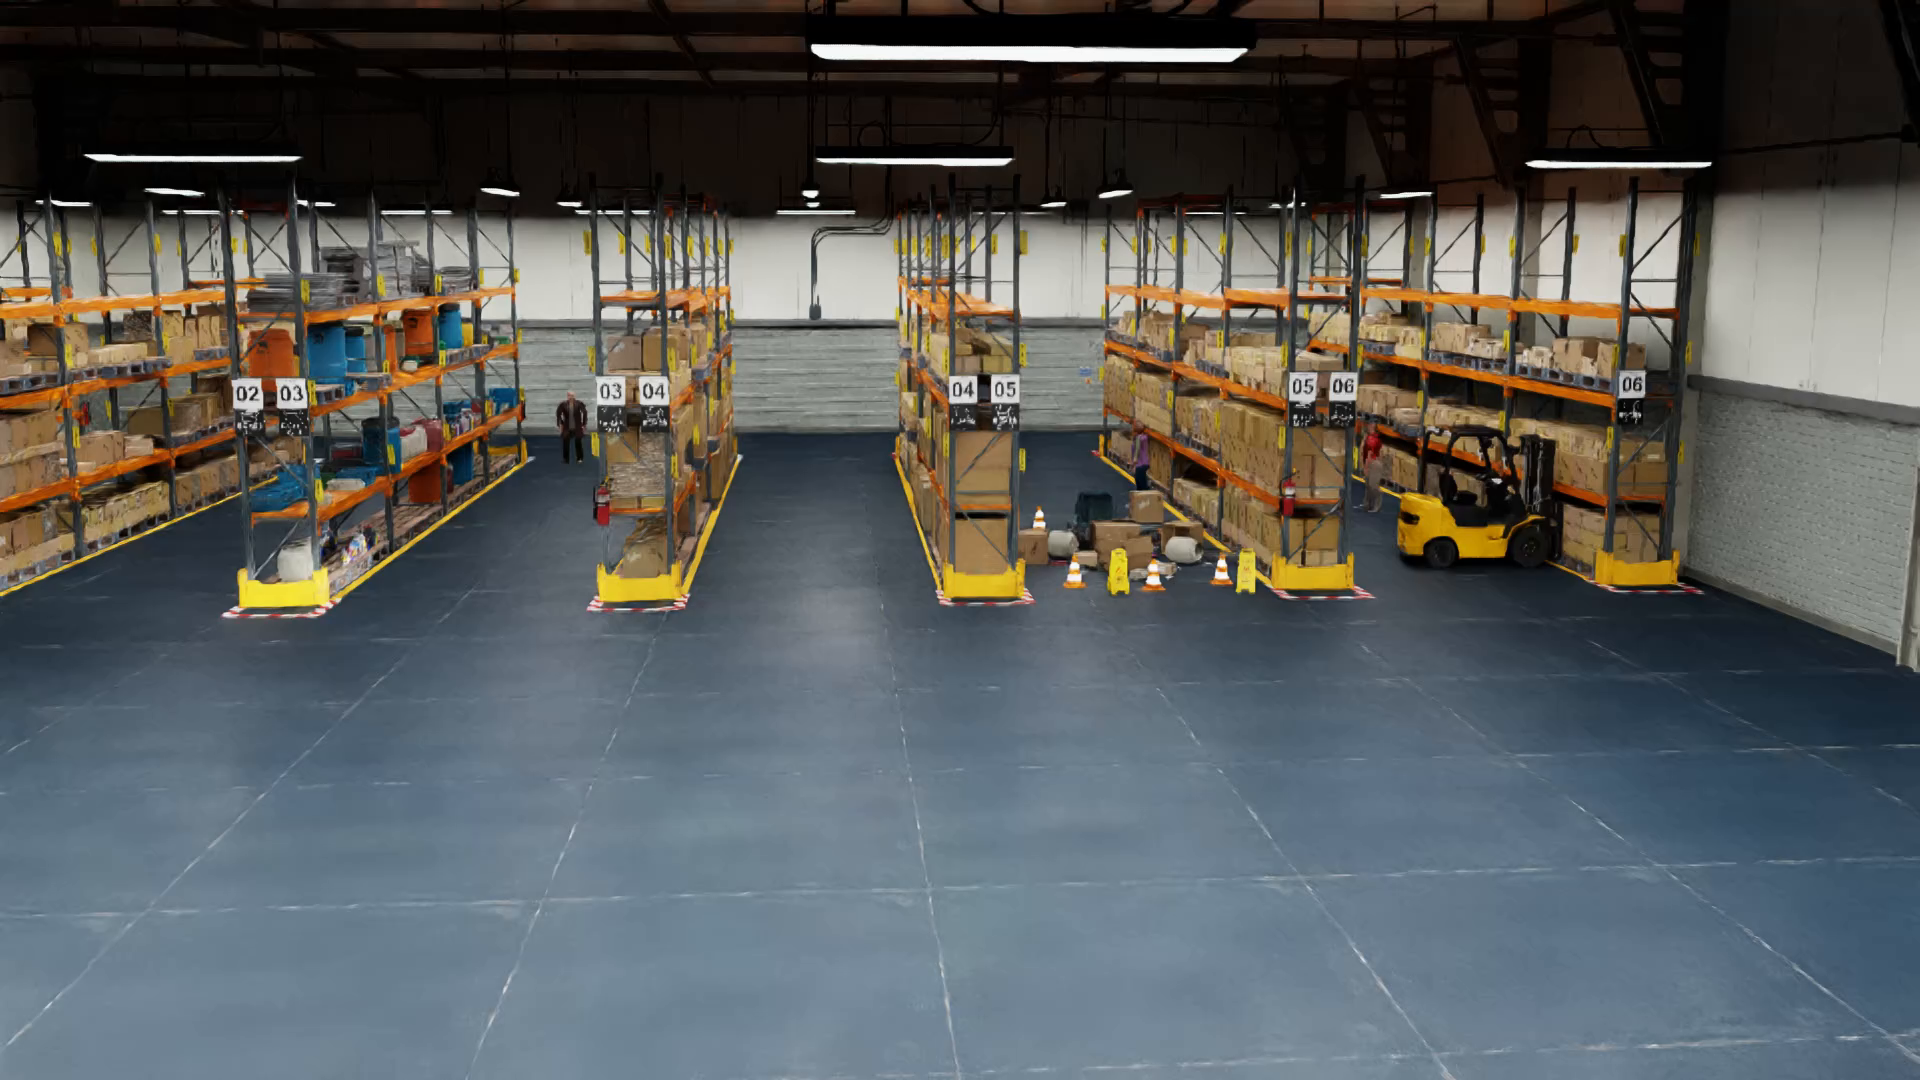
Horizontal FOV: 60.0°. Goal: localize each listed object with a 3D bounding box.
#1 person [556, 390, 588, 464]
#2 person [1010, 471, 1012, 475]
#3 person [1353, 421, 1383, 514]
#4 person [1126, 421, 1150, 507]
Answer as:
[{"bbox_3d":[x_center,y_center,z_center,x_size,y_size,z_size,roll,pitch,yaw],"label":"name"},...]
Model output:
[{"bbox_3d":[-9.003,-2.628,38.625,0.729,1.733,0.546,-1,10,-6],"label":"person"},{"bbox_3d":[0.814,-2.300,36.698,0.536,1.699,1.037,-2,10,-13],"label":"person"},{"bbox_3d":[7.778,-1.390,31.555,0.589,1.712,0.669,4,11,21],"label":"person"},{"bbox_3d":[3.242,-1.351,30.095,0.533,1.591,0.522,4,11,20],"label":"person"}]
